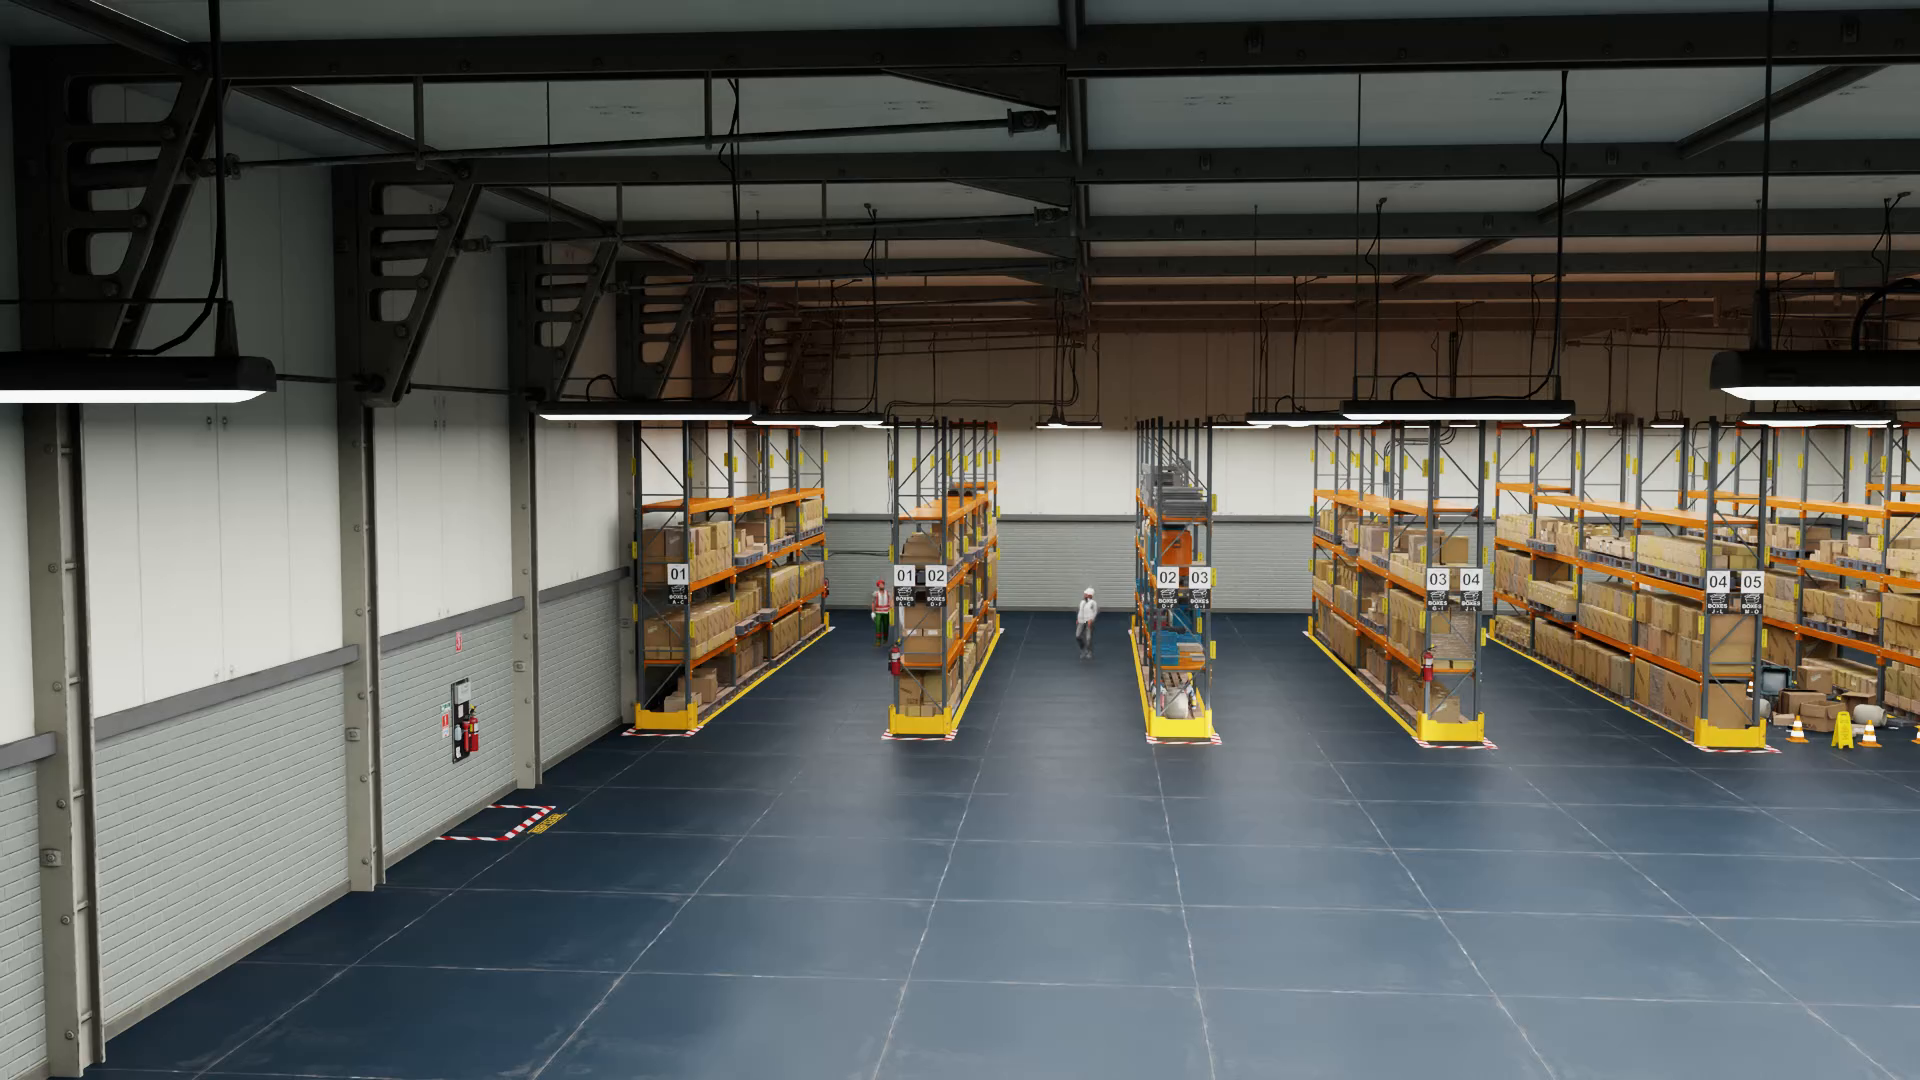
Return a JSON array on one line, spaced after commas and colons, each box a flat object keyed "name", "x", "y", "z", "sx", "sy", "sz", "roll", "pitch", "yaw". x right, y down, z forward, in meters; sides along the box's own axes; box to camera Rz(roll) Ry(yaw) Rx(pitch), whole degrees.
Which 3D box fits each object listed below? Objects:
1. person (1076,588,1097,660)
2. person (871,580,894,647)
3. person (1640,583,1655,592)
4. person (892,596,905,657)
[{"name": "person", "x": 3.141, "y": 2.101, "z": 41.603, "sx": 0.617, "sy": 1.803, "sz": 0.638, "roll": 2, "pitch": 4, "yaw": 24}, {"name": "person", "x": -2.032, "y": 1.929, "z": 43.803, "sx": 0.641, "sy": 1.720, "sz": 1.053, "roll": 0, "pitch": 4, "yaw": 3}, {"name": "person", "x": 19.839, "y": 1.693, "z": 48.092, "sx": 0.626, "sy": 1.795, "sz": 0.425, "roll": 3, "pitch": 5, "yaw": 34}, {"name": "person", "x": -1.428, "y": 2.122, "z": 41.719, "sx": 0.507, "sy": 1.681, "sz": 0.548, "roll": 3, "pitch": 5, "yaw": 38}]
